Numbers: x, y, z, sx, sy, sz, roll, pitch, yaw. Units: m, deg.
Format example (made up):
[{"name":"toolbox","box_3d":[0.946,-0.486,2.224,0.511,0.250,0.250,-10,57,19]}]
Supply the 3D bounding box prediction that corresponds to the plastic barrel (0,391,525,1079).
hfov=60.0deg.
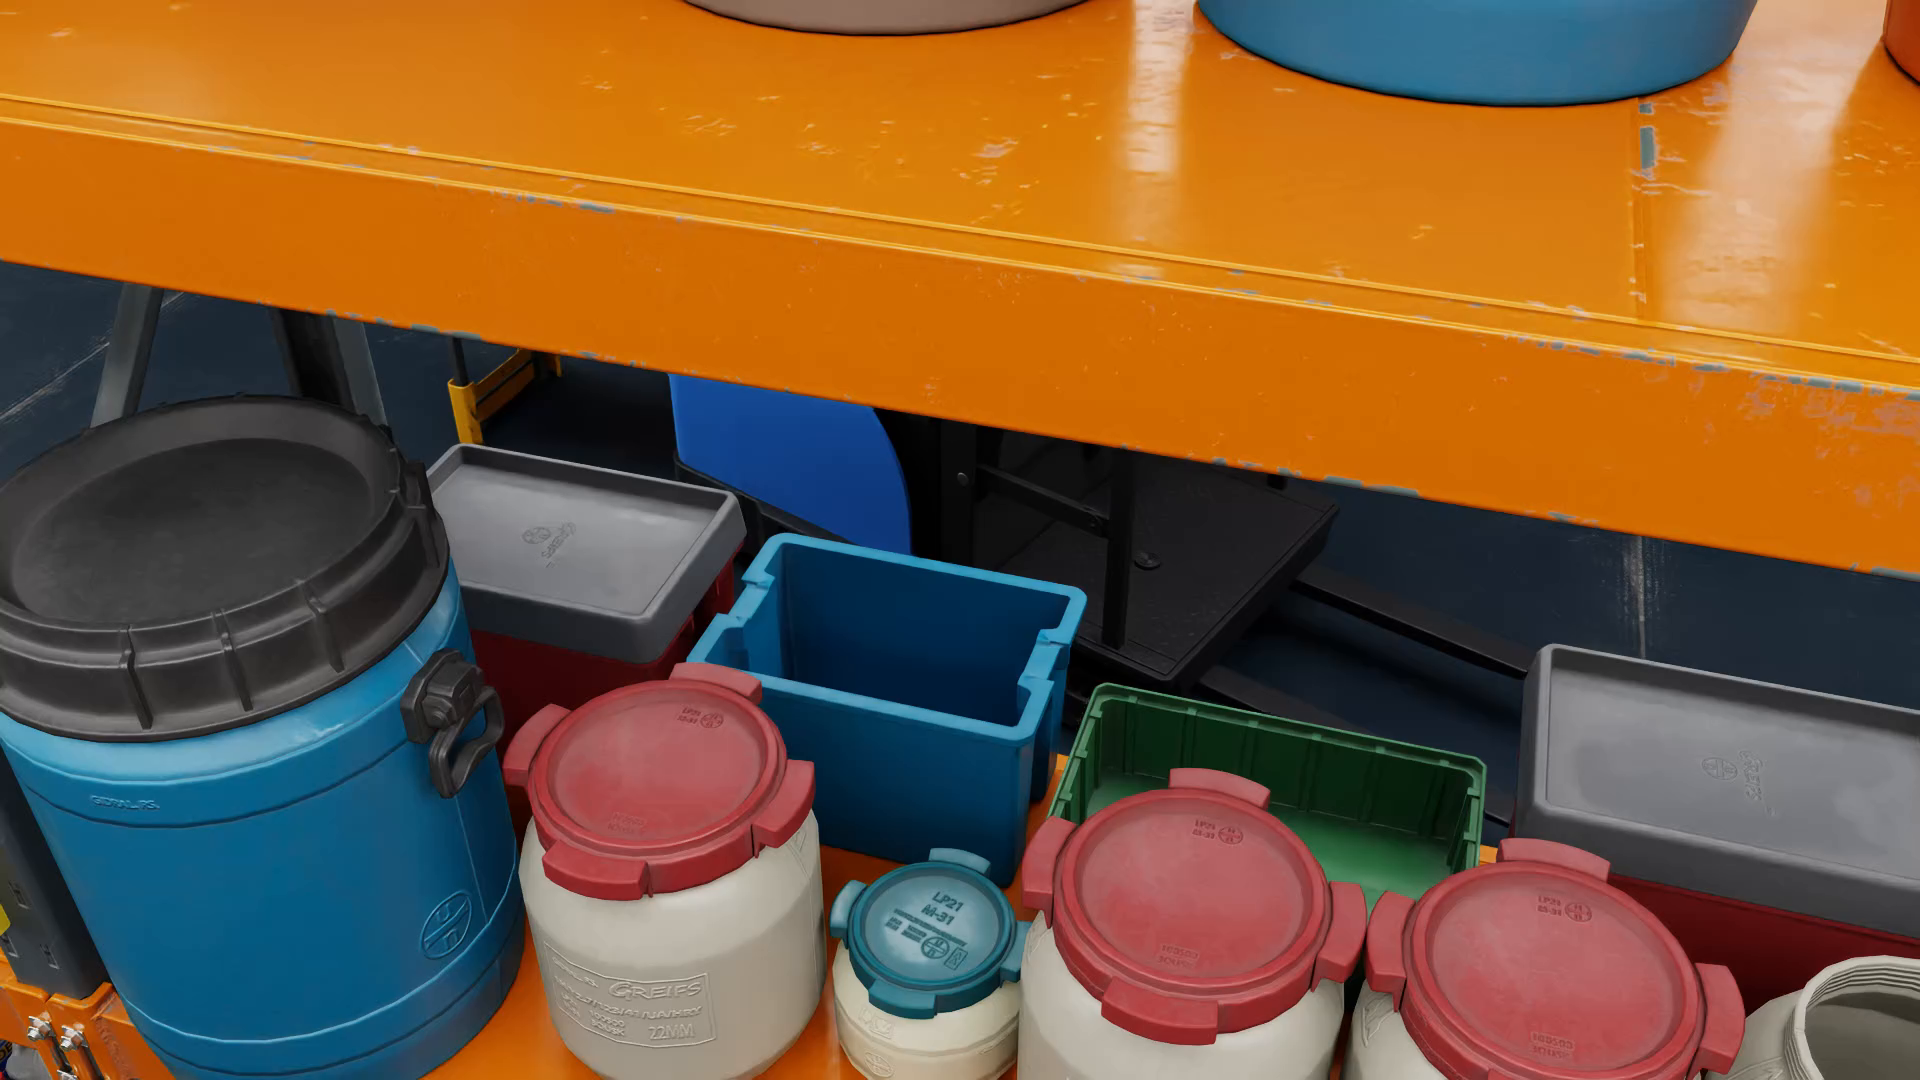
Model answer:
[{"name":"plastic barrel","box_3d":[-0.979,0.311,2.374,0.708,0.901,0.600,10,38,14]}]

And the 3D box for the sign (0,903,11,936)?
[{"name":"sign","box_3d":[-1.432,0.471,2.346,0.005,0.325,0.100,10,38,14]}]

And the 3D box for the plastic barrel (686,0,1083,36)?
[{"name":"plastic barrel","box_3d":[-0.083,-1.054,1.698,0.600,0.901,0.600,0,36,0]}]

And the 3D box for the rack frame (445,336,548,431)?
[{"name":"rack frame","box_3d":[-1.756,-1.129,6.018,0.032,1.500,0.500,14,39,18]}]

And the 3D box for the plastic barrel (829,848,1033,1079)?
[{"name":"plastic barrel","box_3d":[-0.040,0.650,2.454,0.301,0.262,0.301,0,36,0]}]

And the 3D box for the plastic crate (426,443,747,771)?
[{"name":"plastic crate","box_3d":[-0.704,0.160,2.948,0.583,0.464,0.402,10,38,14]}]

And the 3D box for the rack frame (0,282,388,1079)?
[{"name":"rack frame","box_3d":[-1.258,0.273,2.848,0.127,3.000,1.000,10,38,14]}]

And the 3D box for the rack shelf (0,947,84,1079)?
[{"name":"rack shelf","box_3d":[-3.167,0.209,3.542,4.000,0.370,1.077,10,38,14]}]

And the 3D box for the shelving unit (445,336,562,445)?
[{"name":"shelving unit","box_3d":[-1.279,-1.010,5.857,1.083,1.500,0.587,14,39,18]}]

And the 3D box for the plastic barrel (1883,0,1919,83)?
[{"name":"plastic barrel","box_3d":[1.217,-0.784,1.392,0.708,0.830,0.600,10,38,14]}]

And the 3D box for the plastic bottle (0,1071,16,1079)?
[{"name":"plastic bottle","box_3d":[-1.958,1.212,3.436,0.185,0.351,0.144,10,37,13]}]

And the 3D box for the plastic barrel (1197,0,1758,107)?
[{"name":"plastic barrel","box_3d":[0.541,-0.939,1.541,0.708,0.901,0.600,10,38,14]}]

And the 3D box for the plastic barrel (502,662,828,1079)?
[{"name":"plastic barrel","box_3d":[-0.410,0.512,2.410,0.433,0.535,0.433,0,36,0]}]

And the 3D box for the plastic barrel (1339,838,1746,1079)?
[{"name":"plastic barrel","box_3d":[0.703,0.718,2.130,0.433,0.535,0.433,0,36,0]}]

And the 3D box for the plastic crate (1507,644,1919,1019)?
[{"name":"plastic crate","box_3d":[1.109,0.496,2.492,0.583,0.464,0.402,10,38,14]}]

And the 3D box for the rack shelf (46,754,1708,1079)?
[{"name":"rack shelf","box_3d":[0.651,0.916,2.581,4.000,0.370,1.077,10,38,14]}]

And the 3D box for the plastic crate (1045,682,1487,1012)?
[{"name":"plastic crate","box_3d":[0.489,0.507,2.710,0.662,0.188,0.450,10,38,14]}]

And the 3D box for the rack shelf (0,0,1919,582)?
[{"name":"rack shelf","box_3d":[0.651,-0.292,1.692,4.000,0.370,1.077,10,38,14]}]

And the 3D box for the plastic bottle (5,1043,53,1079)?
[{"name":"plastic bottle","box_3d":[-1.915,1.130,3.547,0.185,0.351,0.144,10,38,14]}]

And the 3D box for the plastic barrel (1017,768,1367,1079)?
[{"name":"plastic barrel","box_3d":[0.290,0.641,2.234,0.433,0.535,0.433,0,36,0]}]

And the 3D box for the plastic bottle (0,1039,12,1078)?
[{"name":"plastic bottle","box_3d":[-2.121,1.120,3.624,0.135,0.276,0.152,10,38,14]}]

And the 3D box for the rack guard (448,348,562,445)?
[{"name":"rack guard","box_3d":[-1.738,-0.621,6.383,0.087,0.250,0.587,14,39,18]}]

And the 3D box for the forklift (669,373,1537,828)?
[{"name":"forklift","box_3d":[0.518,-0.923,4.531,3.031,2.935,1.130,24,43,29]}]

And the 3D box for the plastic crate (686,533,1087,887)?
[{"name":"plastic crate","box_3d":[-0.112,0.299,2.827,0.575,0.384,0.392,10,38,14]}]

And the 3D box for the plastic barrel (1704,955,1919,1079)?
[{"name":"plastic barrel","box_3d":[1.113,0.800,2.039,0.421,0.512,0.421,0,36,0]}]
